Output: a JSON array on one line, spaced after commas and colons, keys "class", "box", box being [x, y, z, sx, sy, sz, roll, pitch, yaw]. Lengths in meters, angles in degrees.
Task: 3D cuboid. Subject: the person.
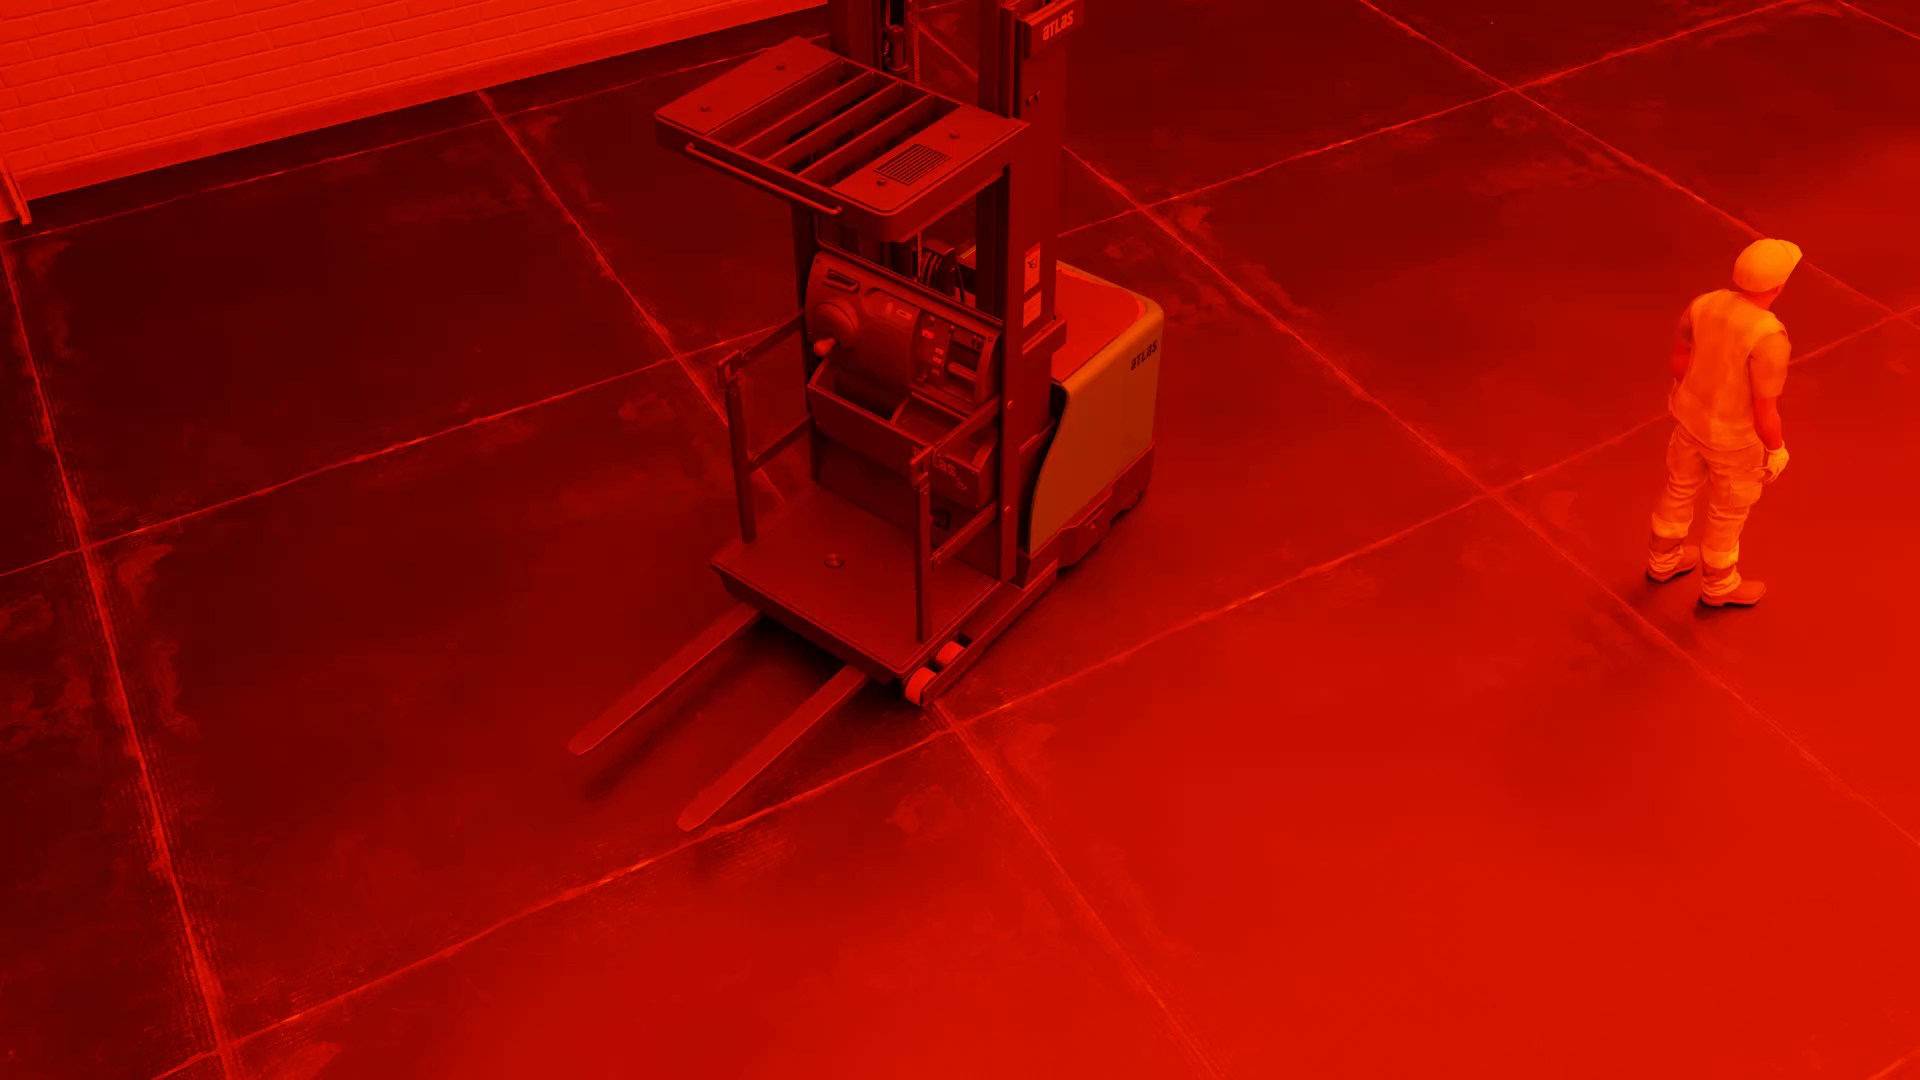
[{"class": "person", "box": [3.300, -0.507, 7.073, 0.564, 1.787, 0.638, -15, 45, -16]}]

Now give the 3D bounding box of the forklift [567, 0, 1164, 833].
[{"class": "forklift", "box": [-0.375, -0.749, 6.505, 1.130, 2.935, 3.031, 28, 50, 27]}]
